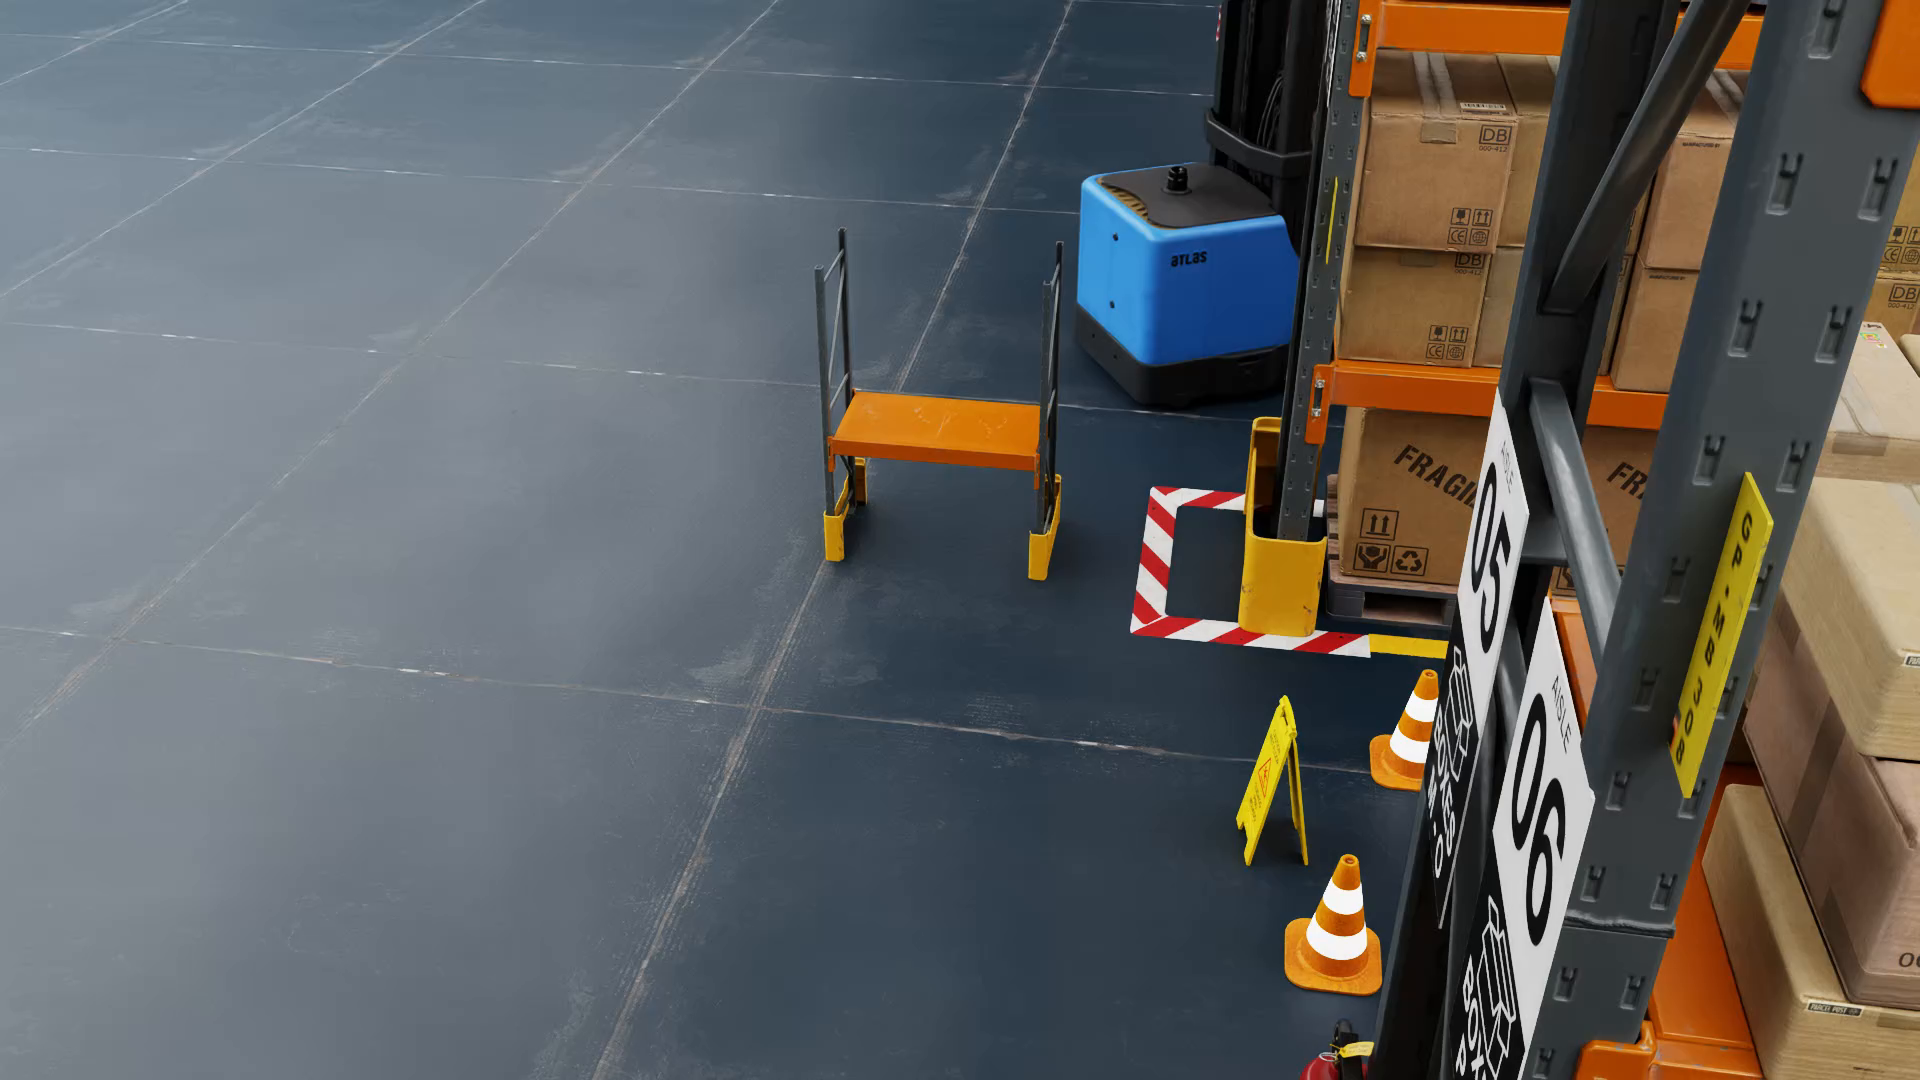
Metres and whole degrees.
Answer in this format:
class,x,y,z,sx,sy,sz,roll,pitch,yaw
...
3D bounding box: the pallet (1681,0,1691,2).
class,x,y,z,sx,sy,sz,roll,pitch,yaw
pallet,2.293,-2.317,6.380,1.213,0.211,1.003,5,32,8

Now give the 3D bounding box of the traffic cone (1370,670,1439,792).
class,x,y,z,sx,sy,sz,roll,pitch,yaw
traffic cone,1.844,0.722,6.660,0.334,0.463,0.336,5,32,8

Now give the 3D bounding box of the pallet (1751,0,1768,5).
class,x,y,z,sx,sy,sz,roll,pitch,yaw
pallet,3.499,-2.209,6.208,1.213,0.211,1.003,5,32,8

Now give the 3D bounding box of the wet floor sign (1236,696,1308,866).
class,x,y,z,sx,sy,sz,roll,pitch,yaw
wet floor sign,1.198,0.888,6.224,0.232,0.644,0.267,0,32,0

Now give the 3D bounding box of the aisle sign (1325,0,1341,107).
class,x,y,z,sx,sy,sz,roll,pitch,yaw
aisle sign,1.439,-2.095,6.319,0.004,0.787,0.394,5,32,8

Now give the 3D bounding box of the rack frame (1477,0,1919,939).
class,x,y,z,sx,sy,sz,roll,pitch,yaw
rack frame,0.827,-1.088,1.507,0.127,3.000,1.000,5,32,8

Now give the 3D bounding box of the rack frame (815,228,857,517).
class,x,y,z,sx,sy,sz,roll,pitch,yaw
rack frame,-0.585,-0.689,7.937,0.032,1.500,0.500,5,32,8

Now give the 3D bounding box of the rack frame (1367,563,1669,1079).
class,x,y,z,sx,sy,sz,roll,pitch,yaw
rack frame,0.827,1.455,3.099,0.127,3.000,1.000,5,32,8

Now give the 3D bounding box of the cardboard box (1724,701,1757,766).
class,x,y,z,sx,sy,sz,roll,pitch,yaw
cardboard box,1.225,0.175,2.553,0.250,0.149,0.380,5,32,8

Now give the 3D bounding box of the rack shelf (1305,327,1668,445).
class,x,y,z,sx,sy,sz,roll,pitch,yaw
rack shelf,3.531,-0.660,7.155,4.000,0.370,1.077,5,32,8

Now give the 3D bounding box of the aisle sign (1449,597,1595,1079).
class,x,y,z,sx,sy,sz,roll,pitch,yaw
aisle sign,0.713,0.509,2.159,0.004,0.787,0.394,5,32,8

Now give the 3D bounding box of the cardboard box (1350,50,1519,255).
class,x,y,z,sx,sy,sz,roll,pitch,yaw
cardboard box,1.919,-1.611,6.838,0.550,0.550,0.875,5,32,8

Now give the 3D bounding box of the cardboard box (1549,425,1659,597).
class,x,y,z,sx,sy,sz,roll,pitch,yaw
cardboard box,3.107,-0.317,7.537,0.875,0.875,0.875,5,32,7

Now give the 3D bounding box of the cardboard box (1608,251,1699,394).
class,x,y,z,sx,sy,sz,roll,pitch,yaw
cardboard box,3.010,-1.044,6.950,0.550,0.550,0.875,5,32,8

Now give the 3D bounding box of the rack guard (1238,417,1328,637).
class,x,y,z,sx,sy,sz,roll,pitch,yaw
rack guard,1.536,-0.086,7.916,0.348,0.500,1.175,5,32,8

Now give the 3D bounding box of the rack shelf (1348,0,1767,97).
class,x,y,z,sx,sy,sz,roll,pitch,yaw
rack shelf,3.531,-1.931,6.359,4.000,0.370,1.077,5,32,8

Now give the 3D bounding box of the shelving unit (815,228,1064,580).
class,x,y,z,sx,sy,sz,roll,pitch,yaw
shelving unit,-0.075,-0.643,7.863,1.083,1.500,0.587,5,32,8

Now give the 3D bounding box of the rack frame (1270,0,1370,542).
class,x,y,z,sx,sy,sz,roll,pitch,yaw
rack frame,1.560,-1.143,7.250,0.127,3.000,1.000,5,32,8

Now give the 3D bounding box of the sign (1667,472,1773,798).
class,x,y,z,sx,sy,sz,roll,pitch,yaw
sign,0.735,0.096,1.618,0.005,0.325,0.100,5,32,8

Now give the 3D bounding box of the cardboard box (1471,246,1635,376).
class,x,y,z,sx,sy,sz,roll,pitch,yaw
cardboard box,2.479,-1.160,7.134,0.550,0.550,0.875,5,32,8

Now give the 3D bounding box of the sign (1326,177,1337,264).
class,x,y,z,sx,sy,sz,roll,pitch,yaw
sign,1.460,-1.254,6.536,0.005,0.325,0.100,5,32,8

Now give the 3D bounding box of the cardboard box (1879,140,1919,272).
class,x,y,z,sx,sy,sz,roll,pitch,yaw
cardboard box,3.550,-1.510,6.676,0.500,0.550,0.875,5,32,8

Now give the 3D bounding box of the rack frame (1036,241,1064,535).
class,x,y,z,sx,sy,sz,roll,pitch,yaw
rack frame,0.417,-0.598,7.792,0.032,1.500,0.500,5,32,8

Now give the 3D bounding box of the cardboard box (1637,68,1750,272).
class,x,y,z,sx,sy,sz,roll,pitch,yaw
cardboard box,3.006,-1.489,6.643,0.550,0.550,0.875,5,32,8

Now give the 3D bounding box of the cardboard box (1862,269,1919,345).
class,x,y,z,sx,sy,sz,roll,pitch,yaw
cardboard box,3.539,-1.019,6.909,0.500,0.550,0.875,5,32,8

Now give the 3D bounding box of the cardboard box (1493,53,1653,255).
class,x,y,z,sx,sy,sz,roll,pitch,yaw
cardboard box,2.477,-1.610,6.837,0.550,0.550,0.875,5,32,8

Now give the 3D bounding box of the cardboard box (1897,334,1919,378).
class,x,y,z,sx,sy,sz,roll,pitch,yaw
cardboard box,1.457,-0.130,2.288,0.250,0.149,0.380,6,32,9

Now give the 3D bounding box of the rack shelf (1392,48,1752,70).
class,x,y,z,sx,sy,sz,roll,pitch,yaw
rack shelf,4.465,-3.245,11.285,4.000,0.370,1.077,5,32,8

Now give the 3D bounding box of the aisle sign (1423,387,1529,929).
class,x,y,z,sx,sy,sz,roll,pitch,yaw
aisle sign,0.814,0.195,2.661,0.004,0.787,0.394,5,32,8

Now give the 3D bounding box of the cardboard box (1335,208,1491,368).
class,x,y,z,sx,sy,sz,roll,pitch,yaw
cardboard box,1.933,-1.198,7.195,0.550,0.550,0.875,5,32,8

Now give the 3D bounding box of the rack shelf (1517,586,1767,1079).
class,x,y,z,sx,sy,sz,roll,pitch,yaw
rack shelf,2.798,0.667,2.209,4.000,0.370,1.077,5,32,8

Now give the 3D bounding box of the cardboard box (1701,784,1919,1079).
class,x,y,z,sx,sy,sz,roll,pitch,yaw
cardboard box,1.099,0.489,2.051,0.250,0.149,0.380,5,32,8

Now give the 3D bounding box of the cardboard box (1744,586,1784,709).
class,x,y,z,sx,sy,sz,roll,pitch,yaw
cardboard box,1.376,0.025,2.416,0.500,0.250,0.500,5,32,8

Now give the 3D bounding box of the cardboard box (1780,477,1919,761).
class,x,y,z,sx,sy,sz,roll,pitch,yaw
cardboard box,1.143,0.090,1.937,0.250,0.149,0.380,5,32,8

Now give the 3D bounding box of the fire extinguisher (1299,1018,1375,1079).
class,x,y,z,sx,sy,sz,roll,pitch,yaw
fire extinguisher,0.791,1.236,3.521,0.183,0.674,0.296,5,32,8

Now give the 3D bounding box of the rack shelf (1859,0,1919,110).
class,x,y,z,sx,sy,sz,roll,pitch,yaw
rack shelf,2.798,-0.604,1.414,4.000,0.370,1.077,5,32,8

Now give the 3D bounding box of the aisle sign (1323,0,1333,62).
class,x,y,z,sx,sy,sz,roll,pitch,yaw
aisle sign,1.540,-2.409,6.821,0.004,0.787,0.394,5,32,8

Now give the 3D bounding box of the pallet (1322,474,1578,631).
class,x,y,z,sx,sy,sz,roll,pitch,yaw
pallet,2.361,0.069,7.941,1.213,0.211,1.003,5,32,8

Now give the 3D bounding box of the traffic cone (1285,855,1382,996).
class,x,y,z,sx,sy,sz,roll,pitch,yaw
traffic cone,1.319,1.283,5.765,0.334,0.463,0.336,5,32,8

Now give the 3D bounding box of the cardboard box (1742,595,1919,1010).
class,x,y,z,sx,sy,sz,roll,pitch,yaw
cardboard box,1.277,0.305,1.970,0.500,0.250,0.500,5,32,7

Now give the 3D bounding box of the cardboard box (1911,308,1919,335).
class,x,y,z,sx,sy,sz,roll,pitch,yaw
cardboard box,4.079,-1.024,6.917,0.550,0.550,0.875,5,32,8

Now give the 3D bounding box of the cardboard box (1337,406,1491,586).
class,x,y,z,sx,sy,sz,roll,pitch,yaw
cardboard box,2.239,-0.395,7.660,0.875,0.875,0.875,5,32,8

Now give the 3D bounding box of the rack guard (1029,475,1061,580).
class,x,y,z,sx,sy,sz,roll,pitch,yaw
rack guard,0.416,-0.068,8.124,0.087,0.250,0.587,5,32,8

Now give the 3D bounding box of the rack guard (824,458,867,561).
class,x,y,z,sx,sy,sz,roll,pitch,yaw
rack guard,-0.566,-0.157,8.266,0.087,0.250,0.587,5,32,8

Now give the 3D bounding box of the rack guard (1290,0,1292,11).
class,x,y,z,sx,sy,sz,roll,pitch,yaw
rack guard,3.410,-5.277,16.210,0.348,0.500,1.175,5,32,8

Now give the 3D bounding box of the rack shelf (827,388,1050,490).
class,x,y,z,sx,sy,sz,roll,pitch,yaw
rack shelf,-0.084,-0.491,7.960,1.000,0.185,0.538,5,32,8

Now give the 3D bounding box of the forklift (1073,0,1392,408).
class,x,y,z,sx,sy,sz,roll,pitch,yaw
forklift,2.257,-2.461,9.420,3.031,2.935,1.130,-11,34,-17

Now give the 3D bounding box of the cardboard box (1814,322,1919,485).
class,x,y,z,sx,sy,sz,roll,pitch,yaw
cardboard box,1.210,-0.173,2.357,0.250,0.149,0.380,5,32,9
